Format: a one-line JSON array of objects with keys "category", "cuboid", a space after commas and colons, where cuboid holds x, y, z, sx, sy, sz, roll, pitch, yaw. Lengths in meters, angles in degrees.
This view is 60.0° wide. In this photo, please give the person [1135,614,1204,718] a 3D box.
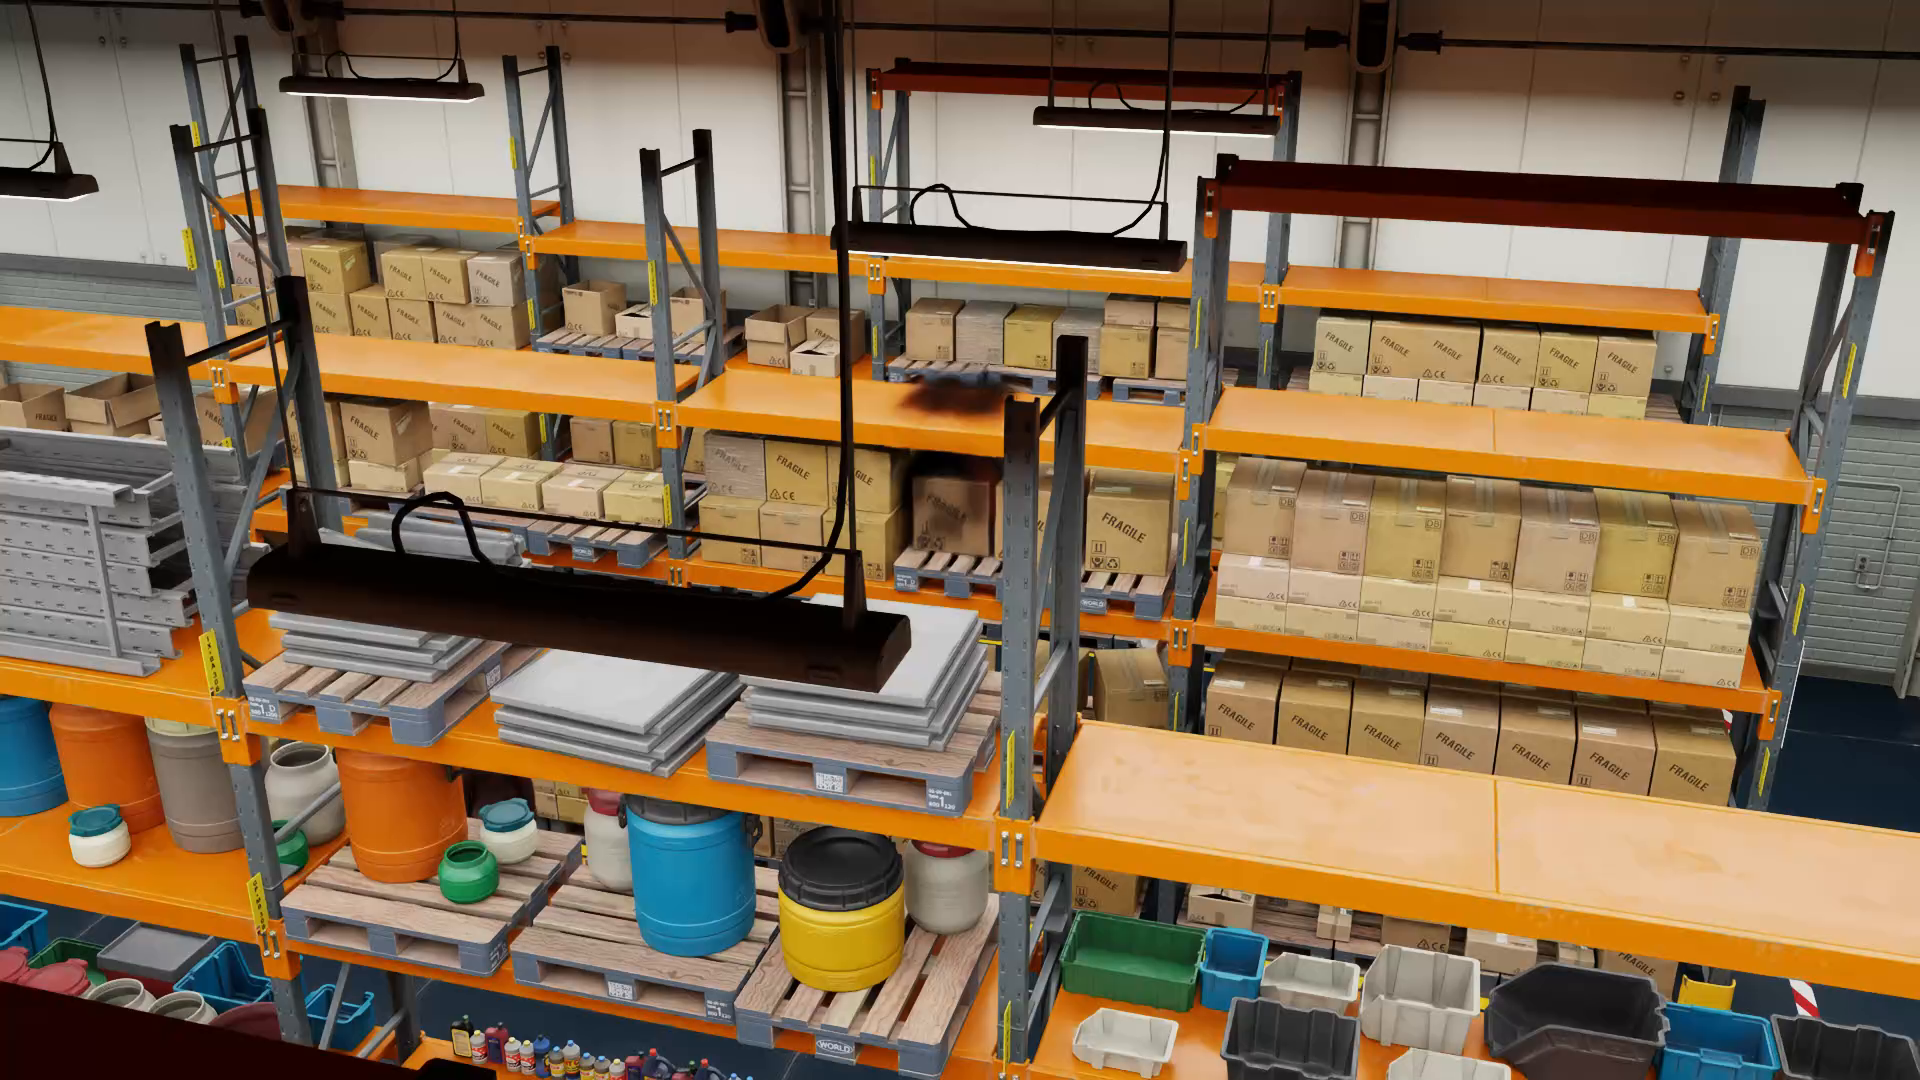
[{"category": "person", "cuboid": [1.913, 0.998, 16.145, 0.975, 1.722, 0.682, 2, 23, 5]}]

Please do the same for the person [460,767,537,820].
[{"category": "person", "cuboid": [-3.646, 2.206, 13.186, 0.637, 1.832, 0.405, 1, 23, 2]}]
